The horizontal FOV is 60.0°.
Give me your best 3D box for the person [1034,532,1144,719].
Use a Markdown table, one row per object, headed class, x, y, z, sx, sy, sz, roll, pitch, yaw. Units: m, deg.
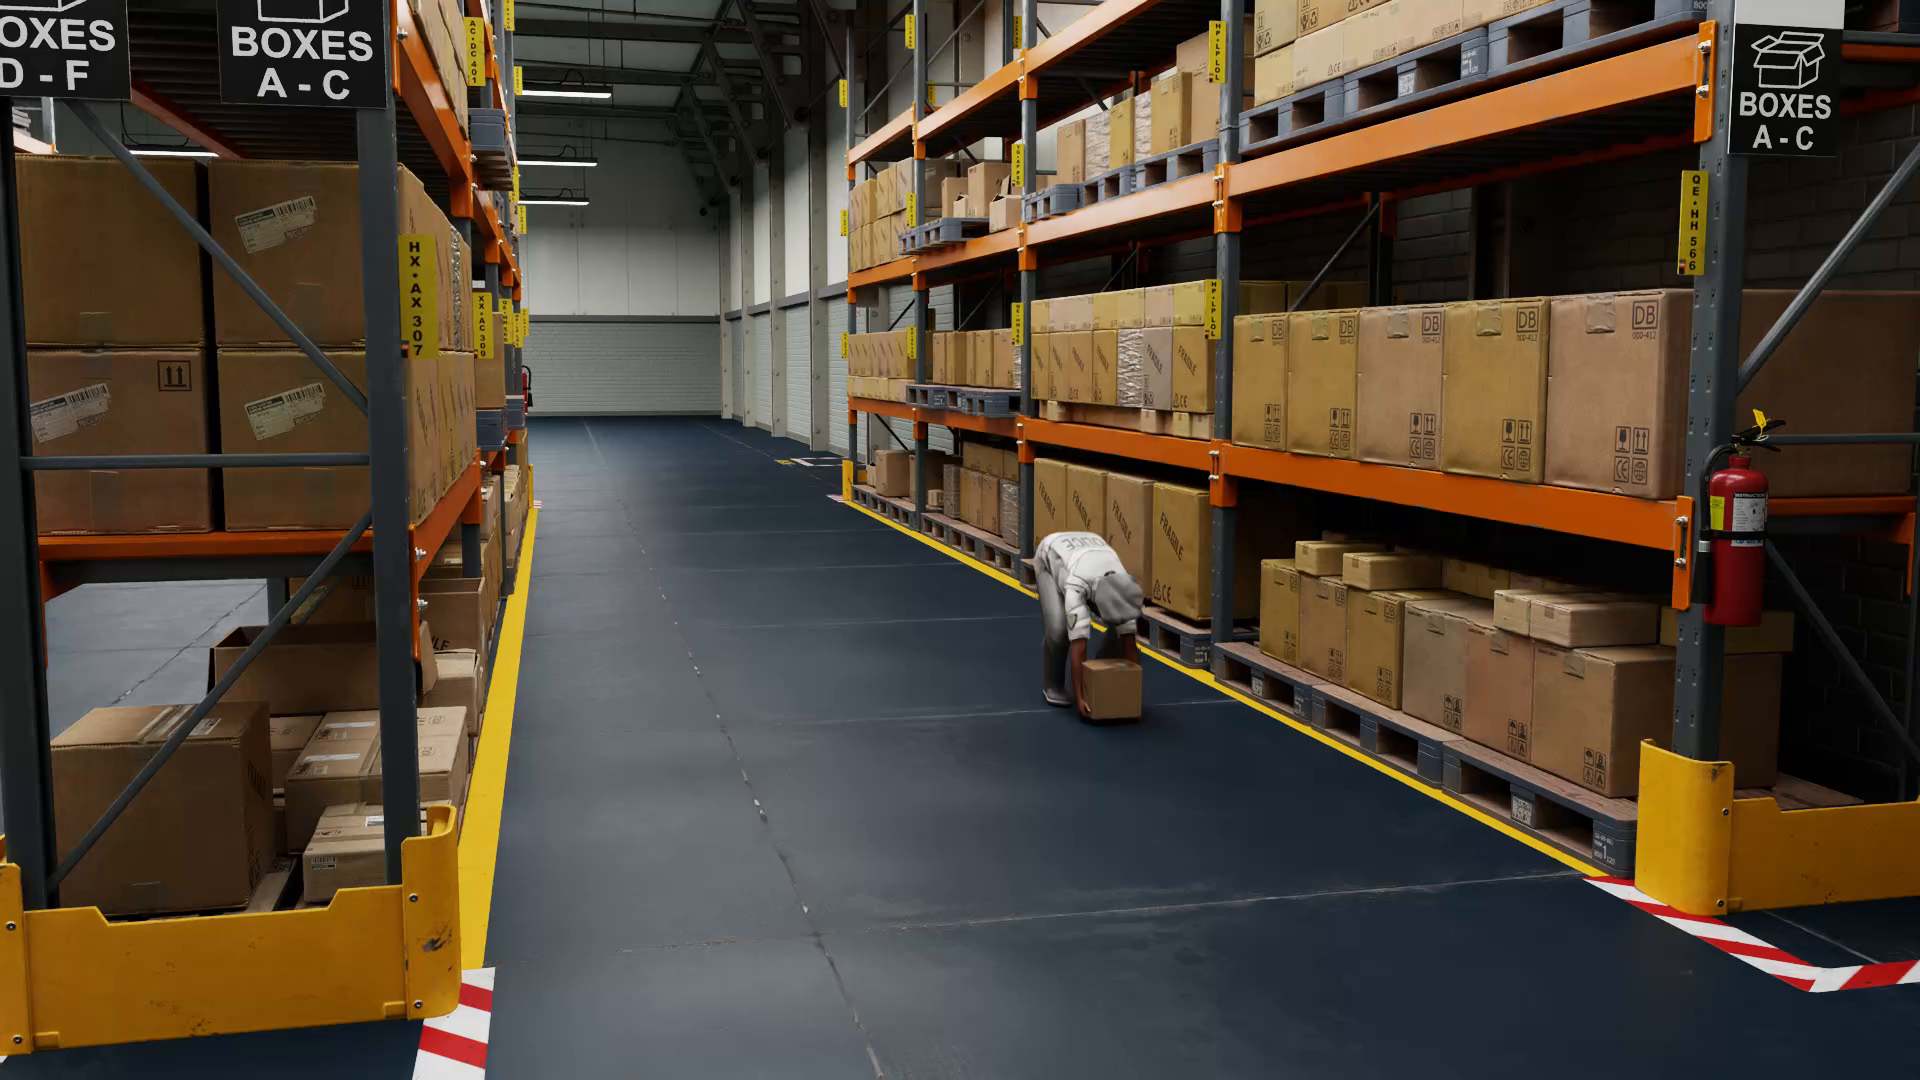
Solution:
| class | x | y | z | sx | sy | sz | roll | pitch | yaw |
| --- | --- | --- | --- | --- | --- | --- | --- | --- | --- |
| person | 0.670 | 0.419 | 8.461 | 0.468 | 0.881 | 0.904 | -2 | 6 | -16 |
